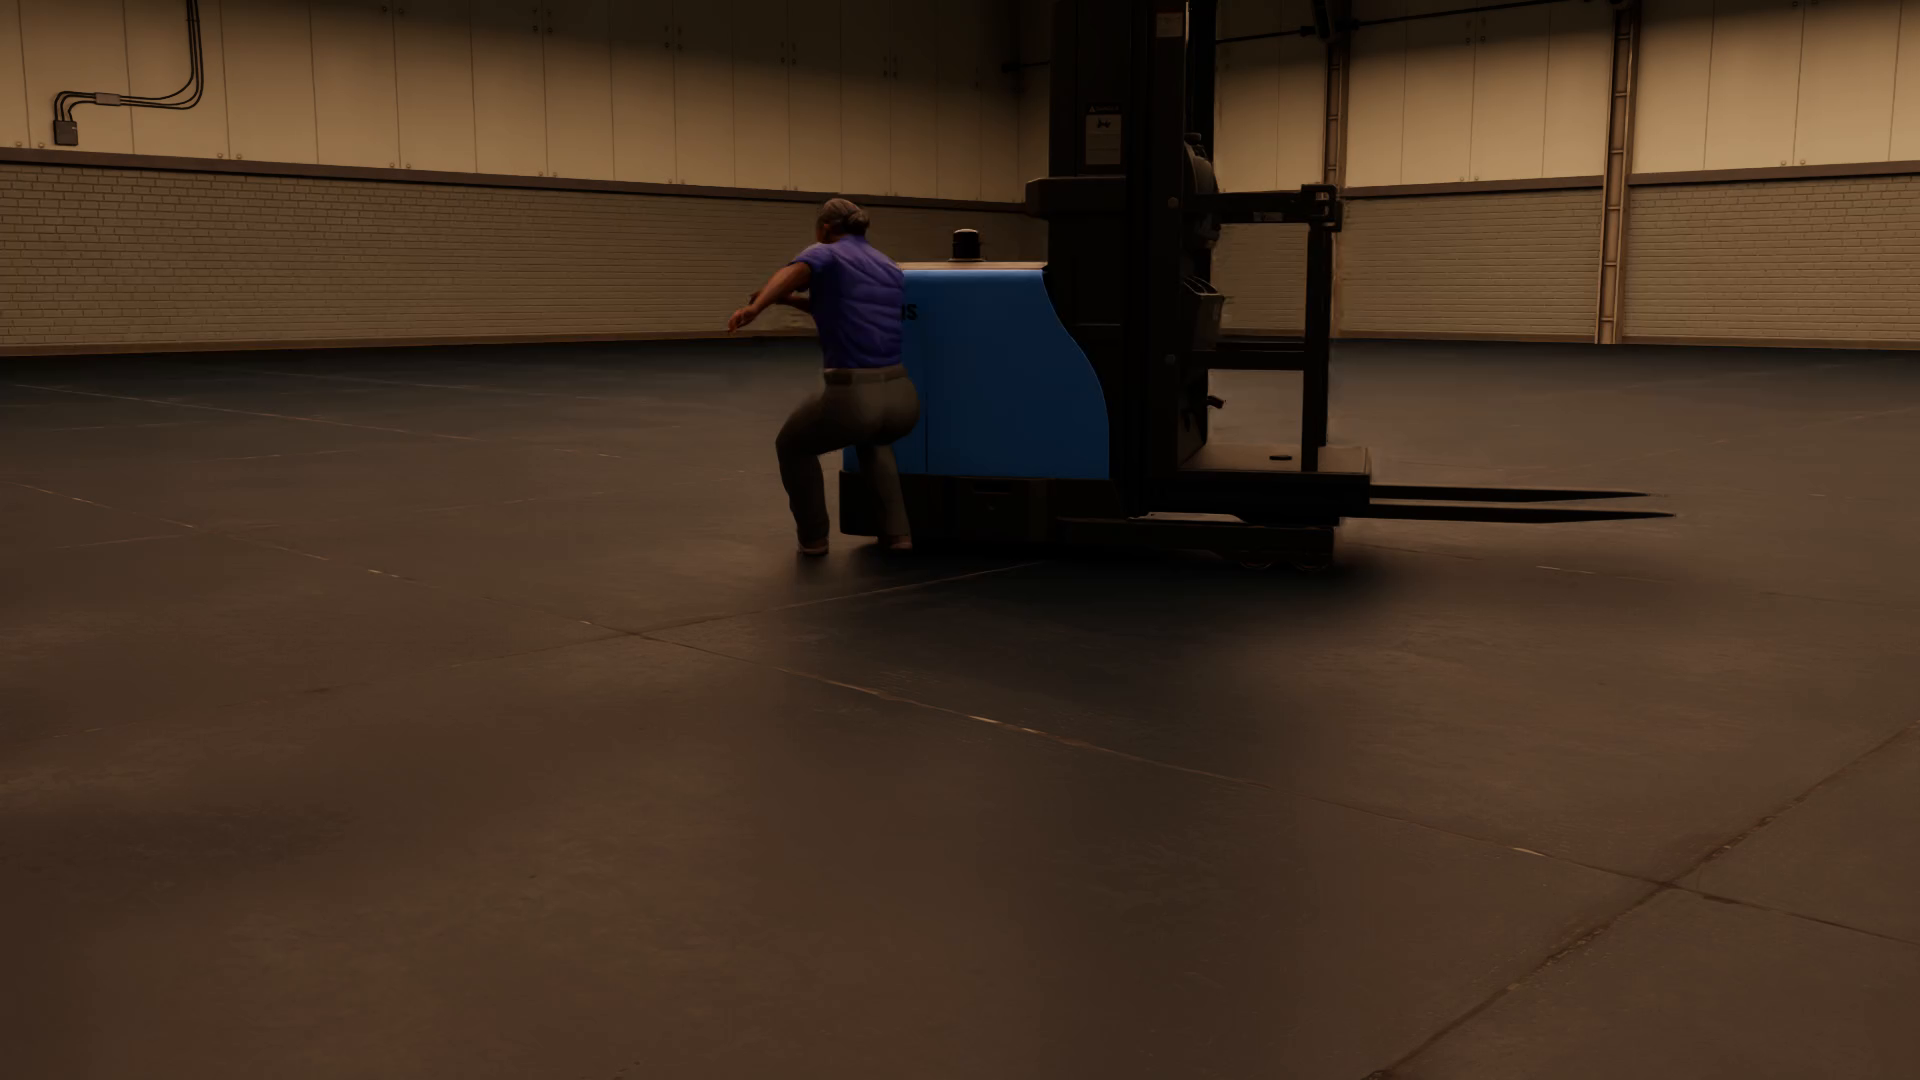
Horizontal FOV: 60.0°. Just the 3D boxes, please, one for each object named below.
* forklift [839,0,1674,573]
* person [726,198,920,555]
[{"bbox_3d":[1.109,-1.420,6.306,3.031,2.935,1.130,2,9,14],"label":"forklift"},{"bbox_3d":[-0.547,-0.522,5.893,1.125,1.365,0.895,-7,11,-38],"label":"person"}]
